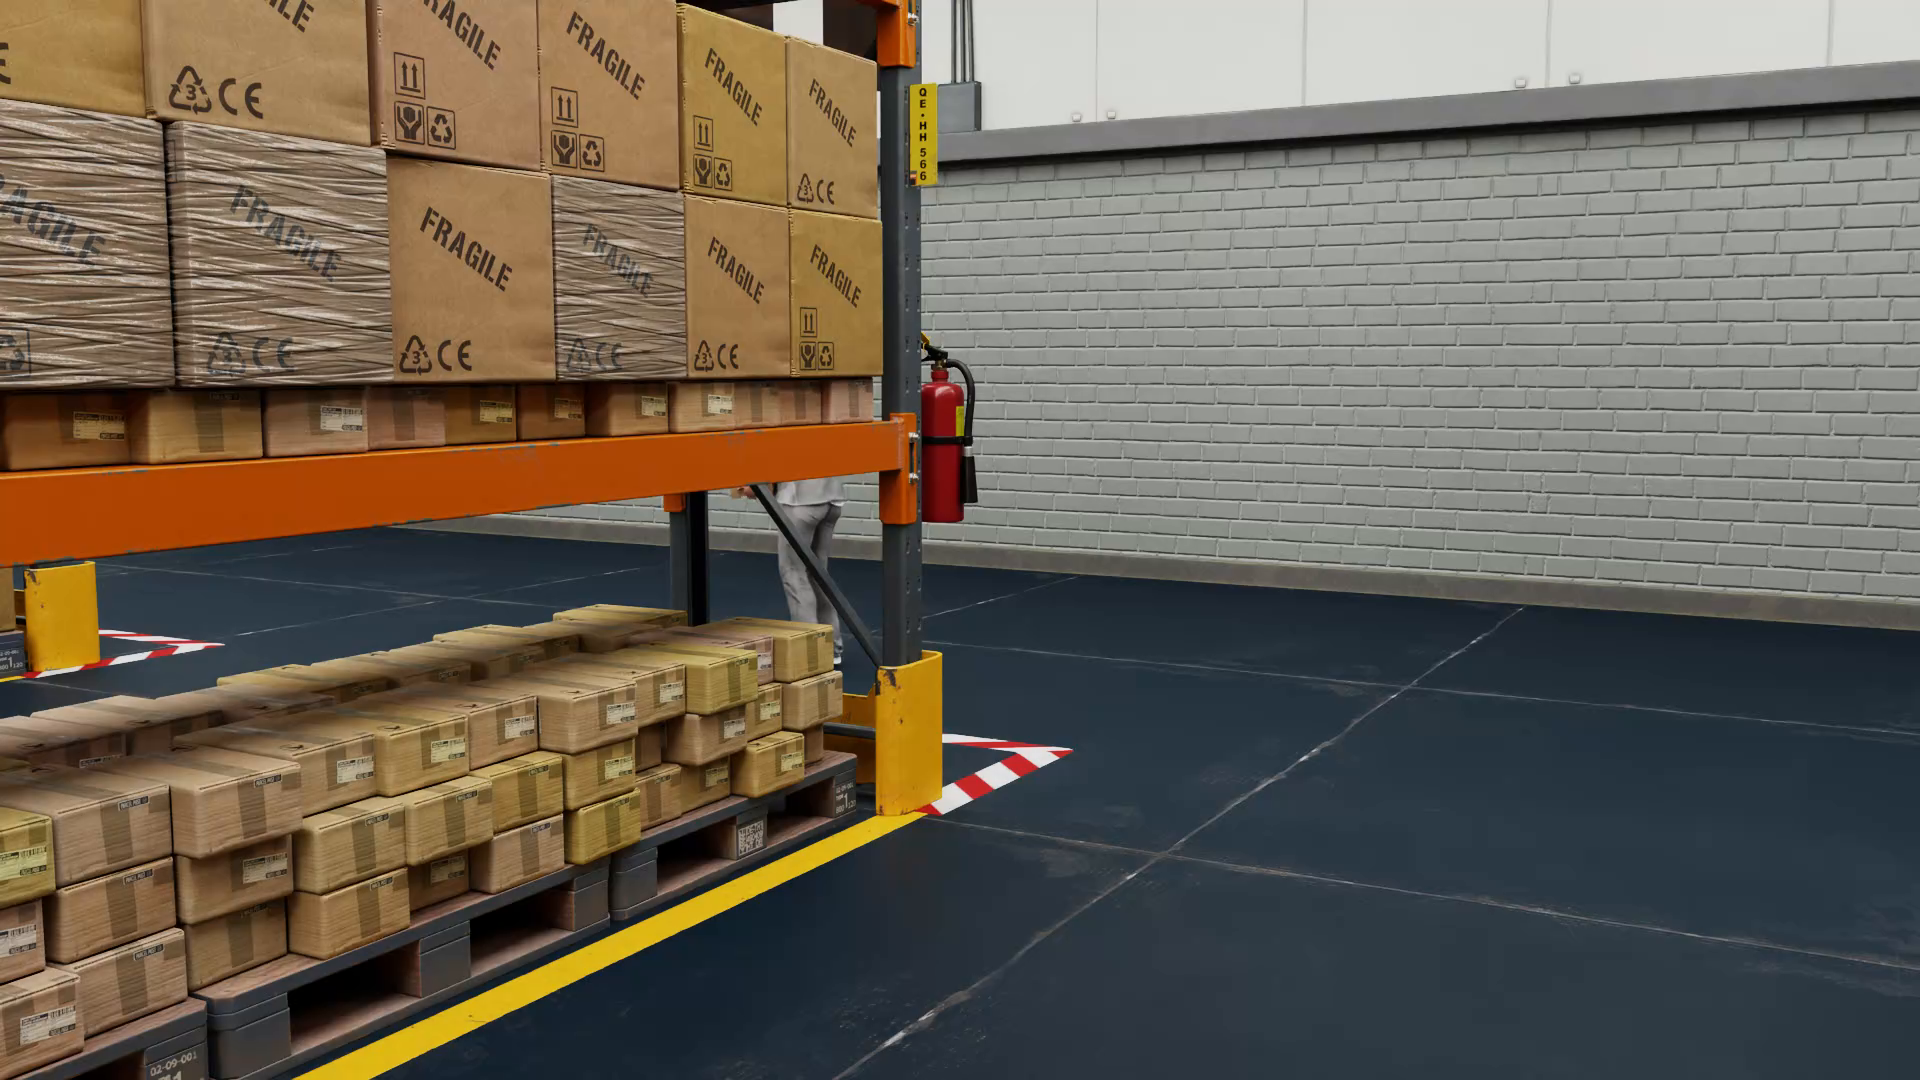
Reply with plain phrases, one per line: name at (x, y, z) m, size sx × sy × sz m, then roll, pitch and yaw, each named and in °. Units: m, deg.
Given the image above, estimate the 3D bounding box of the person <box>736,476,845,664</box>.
person at (-0.809, -0.167, 8.108) m, size 0.492 × 1.594 × 0.419 m, roll 3°, pitch 7°, yaw 28°
